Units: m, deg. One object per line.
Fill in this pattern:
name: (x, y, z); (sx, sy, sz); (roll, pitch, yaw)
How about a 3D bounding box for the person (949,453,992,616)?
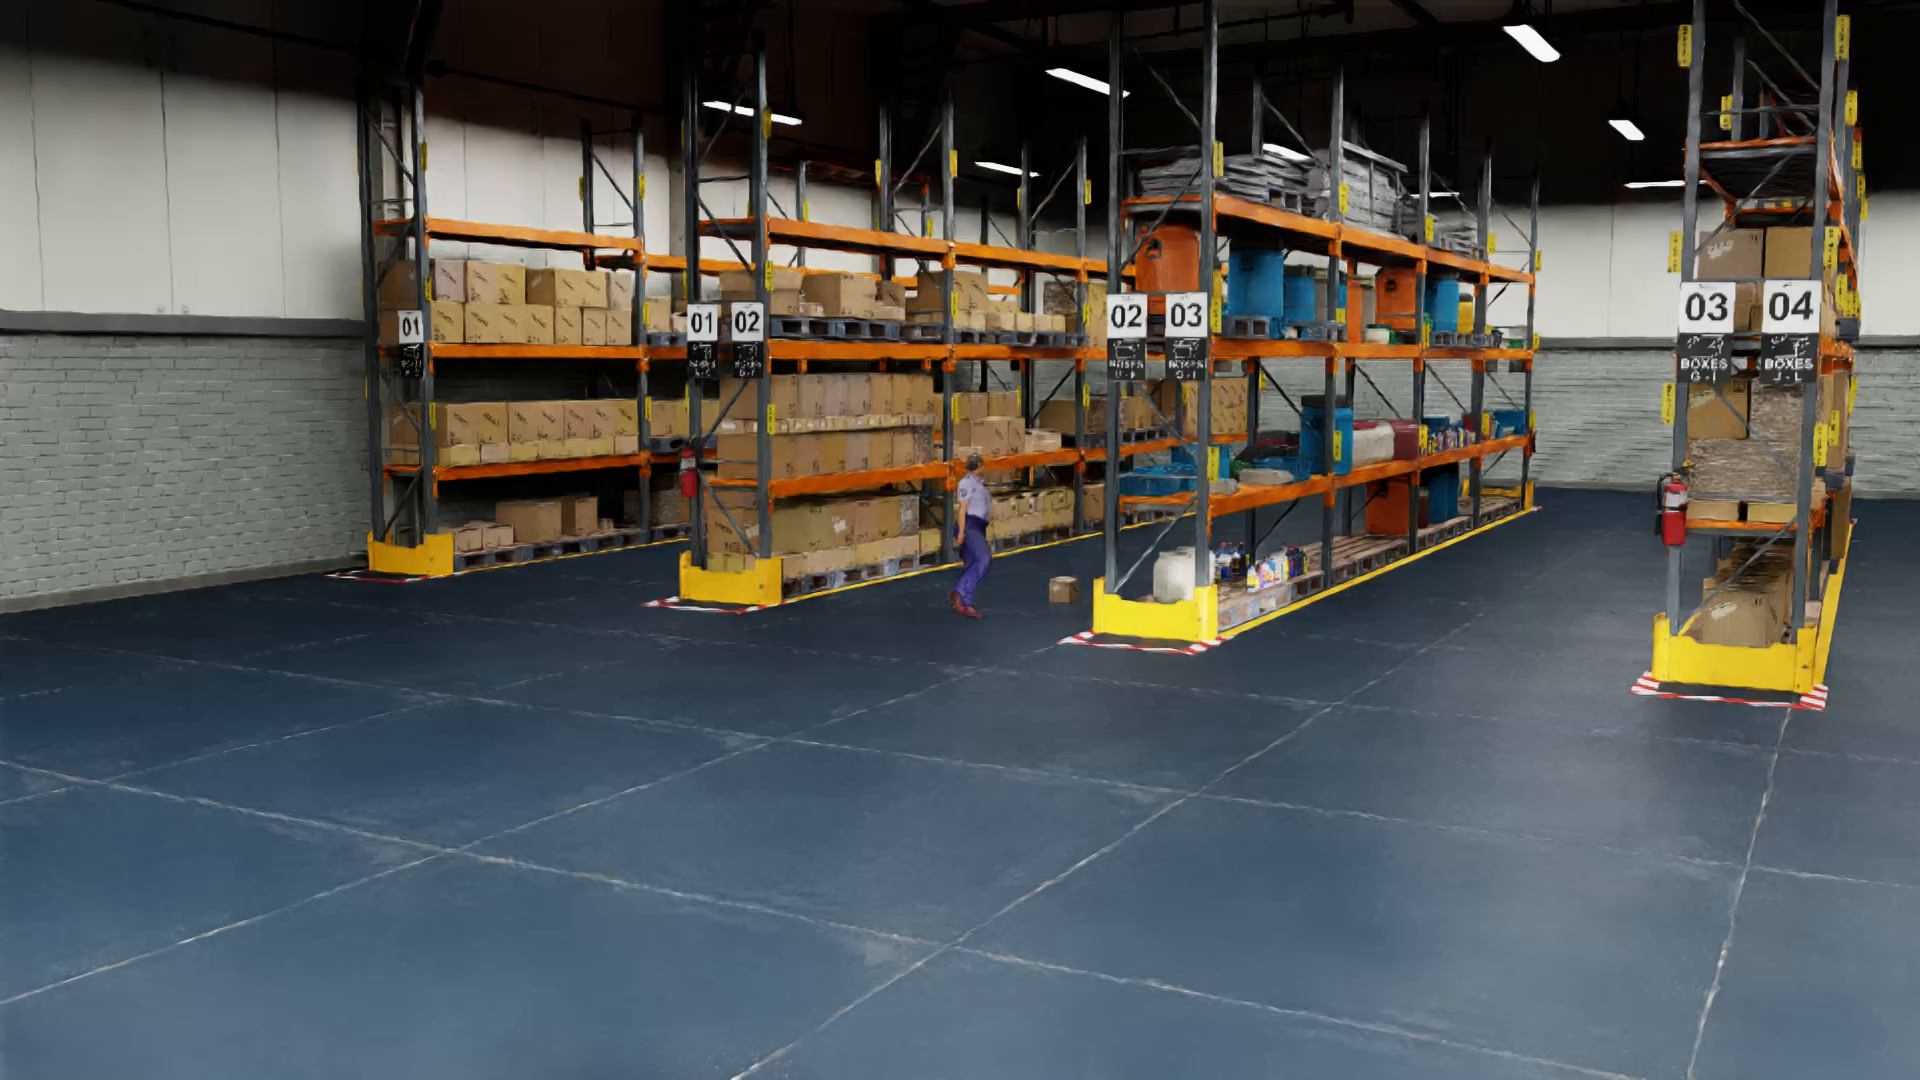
person: (0.145, -0.052, 16.887); (0.453, 1.643, 0.694); (2, 6, 19)
